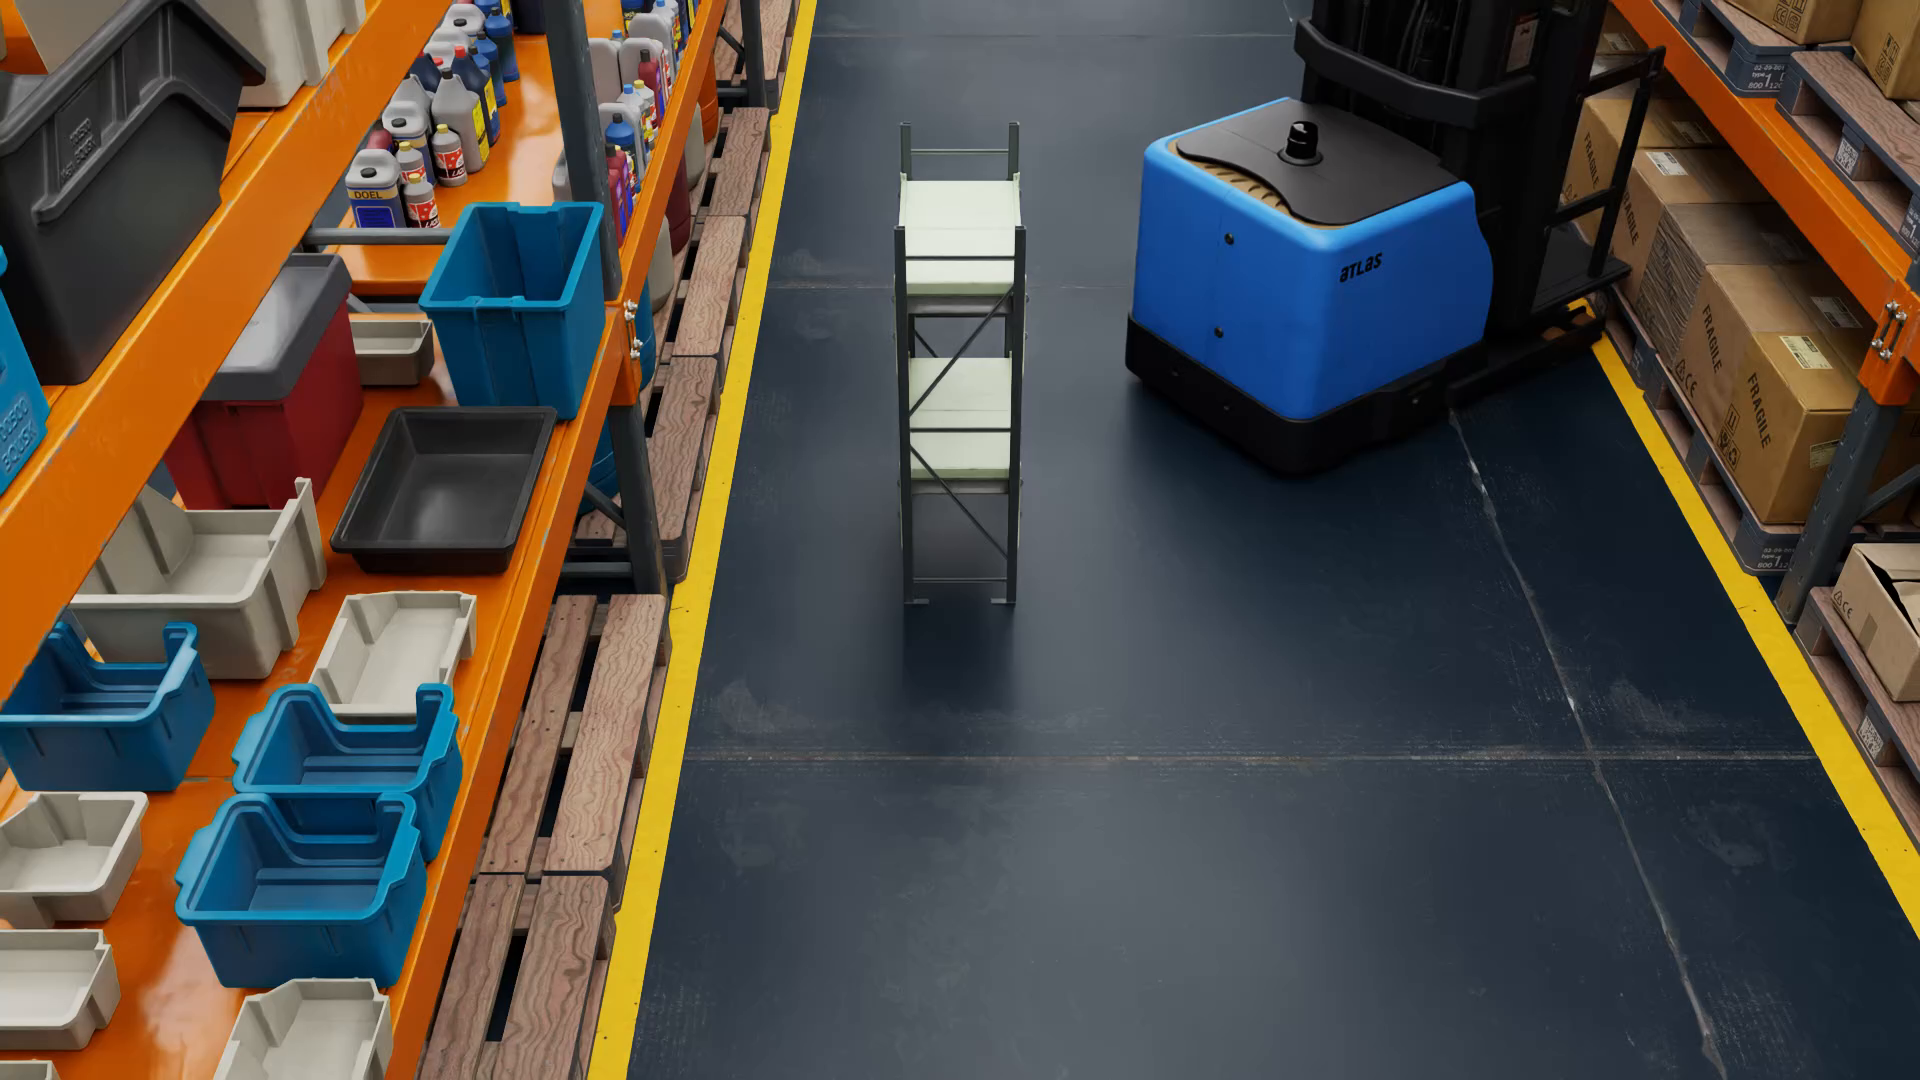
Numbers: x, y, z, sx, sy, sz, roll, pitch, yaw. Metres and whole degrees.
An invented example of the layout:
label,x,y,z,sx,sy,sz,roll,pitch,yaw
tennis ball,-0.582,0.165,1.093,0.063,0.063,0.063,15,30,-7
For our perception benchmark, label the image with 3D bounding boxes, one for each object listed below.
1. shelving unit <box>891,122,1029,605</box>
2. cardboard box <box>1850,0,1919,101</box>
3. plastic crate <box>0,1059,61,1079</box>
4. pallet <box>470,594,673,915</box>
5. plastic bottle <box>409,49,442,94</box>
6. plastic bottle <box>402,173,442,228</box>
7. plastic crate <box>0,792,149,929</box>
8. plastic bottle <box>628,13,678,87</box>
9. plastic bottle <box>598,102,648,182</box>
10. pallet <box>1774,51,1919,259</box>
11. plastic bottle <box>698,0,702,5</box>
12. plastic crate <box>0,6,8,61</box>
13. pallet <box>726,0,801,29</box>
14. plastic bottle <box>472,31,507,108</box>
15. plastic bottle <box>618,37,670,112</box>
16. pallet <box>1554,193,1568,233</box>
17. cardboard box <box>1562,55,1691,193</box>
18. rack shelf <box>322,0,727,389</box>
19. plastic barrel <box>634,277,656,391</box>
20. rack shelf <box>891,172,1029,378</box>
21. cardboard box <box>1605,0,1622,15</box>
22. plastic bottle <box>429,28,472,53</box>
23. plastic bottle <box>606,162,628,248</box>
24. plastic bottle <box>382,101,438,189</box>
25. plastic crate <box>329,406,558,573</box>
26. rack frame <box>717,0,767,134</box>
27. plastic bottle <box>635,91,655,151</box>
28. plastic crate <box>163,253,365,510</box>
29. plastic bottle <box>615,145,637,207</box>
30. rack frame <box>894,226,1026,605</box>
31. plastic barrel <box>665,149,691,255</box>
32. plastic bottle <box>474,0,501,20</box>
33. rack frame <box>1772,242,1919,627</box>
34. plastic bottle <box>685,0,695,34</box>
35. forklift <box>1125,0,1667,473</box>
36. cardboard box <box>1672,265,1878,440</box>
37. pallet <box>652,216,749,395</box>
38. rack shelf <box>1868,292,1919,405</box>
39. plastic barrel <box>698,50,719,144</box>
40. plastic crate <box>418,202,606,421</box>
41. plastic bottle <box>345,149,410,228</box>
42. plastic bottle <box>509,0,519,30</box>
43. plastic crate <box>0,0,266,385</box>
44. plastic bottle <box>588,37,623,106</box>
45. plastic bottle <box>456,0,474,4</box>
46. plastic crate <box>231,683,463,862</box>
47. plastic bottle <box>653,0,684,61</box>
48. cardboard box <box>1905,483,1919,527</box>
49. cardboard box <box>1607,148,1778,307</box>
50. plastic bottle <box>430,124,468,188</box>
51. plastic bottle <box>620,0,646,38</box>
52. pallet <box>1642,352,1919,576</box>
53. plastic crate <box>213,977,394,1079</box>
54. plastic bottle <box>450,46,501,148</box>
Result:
label,x,y,z,sx,sy,sz,roll,pitch,yaw
shelving unit,0.000,-0.589,5.786,0.431,1.500,0.755,0,39,0
cardboard box,3.573,-1.832,5.722,0.700,0.500,0.500,6,39,7
plastic crate,-1.703,0.988,2.781,0.396,0.136,0.243,0,39,0
pallet,-1.500,0.646,5.275,1.003,0.211,1.213,0,39,0
plastic bottle,-1.868,-1.573,5.853,0.144,0.351,0.185,0,39,0
plastic bottle,-1.739,-1.082,5.361,0.097,0.201,0.097,0,39,0
plastic crate,-1.747,0.629,3.230,0.298,0.136,0.250,0,39,0
plastic bottle,-1.161,-1.867,6.280,0.152,0.276,0.135,0,39,0
plastic bottle,-1.160,-1.372,5.662,0.152,0.276,0.135,0,39,0
pallet,3.522,-1.328,5.662,1.003,0.211,1.213,0,39,0
plastic bottle,-1.116,-2.390,6.927,0.061,0.283,0.133,0,39,0
plastic crate,-1.786,-0.760,2.612,0.437,0.136,0.530,0,39,0
pallet,-1.505,-3.560,10.524,1.003,0.211,1.213,0,39,0
plastic bottle,-1.740,-1.737,6.122,0.097,0.271,0.097,0,39,0
plastic bottle,-1.160,-1.722,6.099,0.152,0.276,0.135,0,39,0
pallet,3.372,-1.849,8.389,1.003,0.211,1.213,0,39,0
cardboard box,3.130,-1.988,7.980,0.500,0.500,0.500,-1,39,-2
rack shelf,-1.542,-1.872,6.762,1.077,0.370,4.000,0,39,0
plastic barrel,-1.524,-1.030,6.479,0.600,0.901,0.708,0,39,0
rack shelf,0.000,-0.894,5.542,0.431,0.370,0.720,0,39,0
cardboard box,3.702,-3.042,9.062,0.500,0.311,0.500,1,39,1
plastic bottle,-1.865,-1.728,6.106,0.152,0.276,0.135,0,39,0
plastic bottle,-1.114,-1.086,5.300,0.061,0.283,0.133,0,39,0
plastic bottle,-1.864,-1.328,5.608,0.152,0.276,0.135,0,39,0
plastic crate,-1.270,-0.118,4.171,0.437,0.125,0.590,0,39,0
rack frame,-1.544,-3.403,8.098,1.000,3.000,0.127,0,39,0
plastic bottle,-1.133,-1.476,5.852,0.097,0.201,0.097,0,39,0
plastic crate,-1.790,-0.392,4.241,0.402,0.464,0.583,0,39,0
plastic bottle,-1.132,-1.209,5.519,0.097,0.201,0.097,0,39,0
rack frame,0.000,-0.361,5.501,0.400,1.500,0.023,0,39,0
plastic barrel,-1.525,-1.614,7.458,0.600,0.588,0.708,0,39,0
plastic bottle,-1.832,-2.027,6.483,0.097,0.271,0.097,0,39,0
rack frame,3.414,-0.903,4.978,1.000,3.000,0.127,0,39,0
plastic bottle,-1.116,-2.191,6.679,0.061,0.283,0.133,0,39,0
forklift,2.195,-2.141,6.577,3.031,2.935,1.130,-24,45,-27
cardboard box,3.134,-0.717,6.393,0.500,0.500,0.500,0,39,0
pallet,-1.503,-1.061,7.405,1.003,0.211,1.213,0,39,0
rack shelf,3.416,0.628,3.642,1.077,0.370,4.000,0,39,0
plastic barrel,-1.527,-2.414,8.264,0.600,0.830,0.708,0,39,0
plastic crate,-1.198,-0.627,4.599,0.392,0.384,0.575,0,39,0
plastic bottle,-1.863,-1.100,5.323,0.152,0.276,0.135,0,39,0
plastic bottle,-1.866,-2.217,6.717,0.152,0.276,0.135,0,39,0
plastic crate,-1.262,-0.502,2.129,0.504,0.338,0.767,0,39,0
plastic bottle,-1.312,-1.722,6.099,0.152,0.276,0.135,0,39,0
plastic bottle,-1.911,-2.020,6.465,0.061,0.283,0.133,0,39,0
plastic crate,-1.208,0.476,3.343,0.416,0.233,0.300,0,39,0
plastic bottle,-1.133,-1.999,6.448,0.097,0.271,0.097,0,39,0
cardboard box,3.657,-0.402,6.000,0.500,0.500,0.500,-2,39,-2
cardboard box,3.131,-1.348,7.181,0.500,0.500,0.500,-1,39,-2
plastic bottle,-1.739,-1.311,5.646,0.097,0.201,0.097,0,39,0
plastic bottle,-1.278,-2.060,6.524,0.097,0.271,0.097,0,39,0
pallet,3.375,-0.323,6.485,1.003,0.211,1.213,0,39,0
plastic crate,-1.125,0.900,2.892,0.250,0.136,0.298,0,39,0
plastic bottle,-1.724,-1.573,5.853,0.144,0.351,0.185,0,39,0
